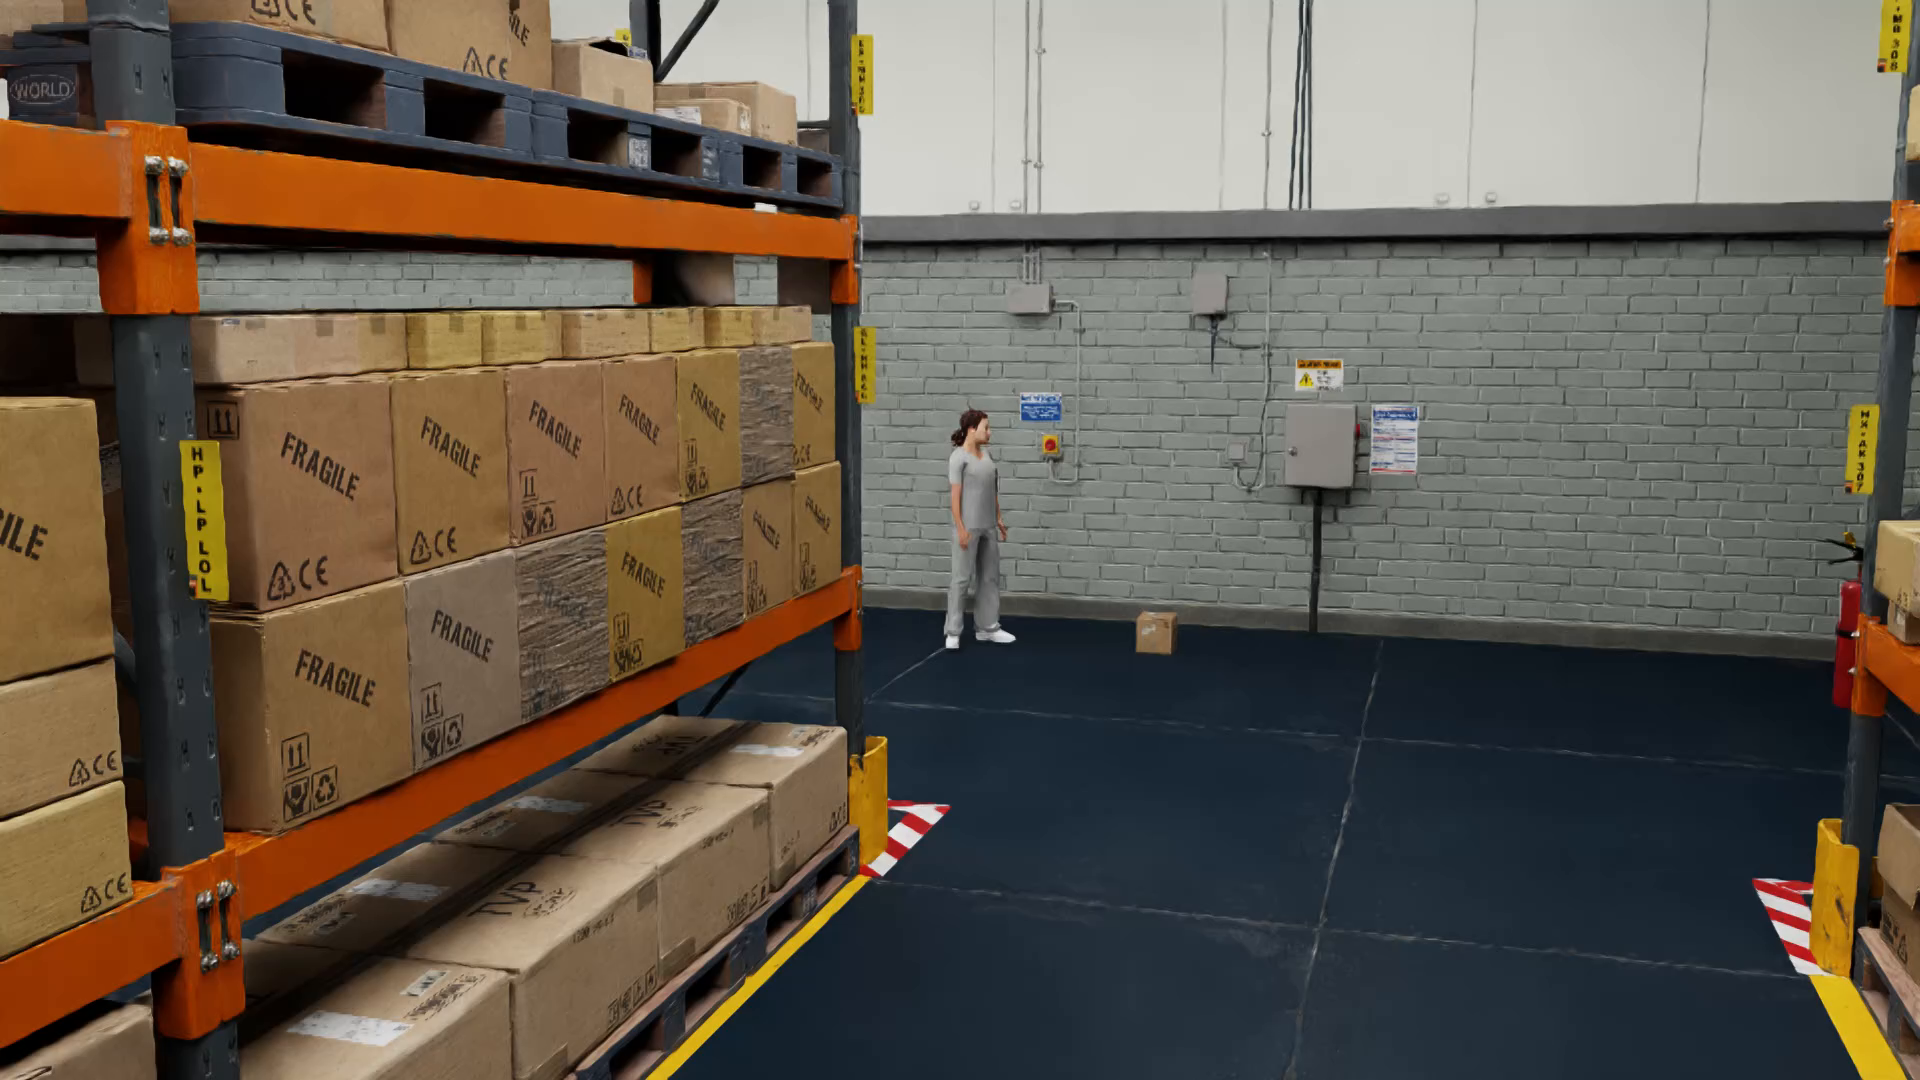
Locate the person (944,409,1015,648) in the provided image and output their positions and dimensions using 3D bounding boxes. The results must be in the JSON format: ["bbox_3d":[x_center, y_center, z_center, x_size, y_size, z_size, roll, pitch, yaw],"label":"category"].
[{"bbox_3d":[0.106,-0.086,11.756,0.380,1.676,0.564,8,11,43],"label":"person"}]
